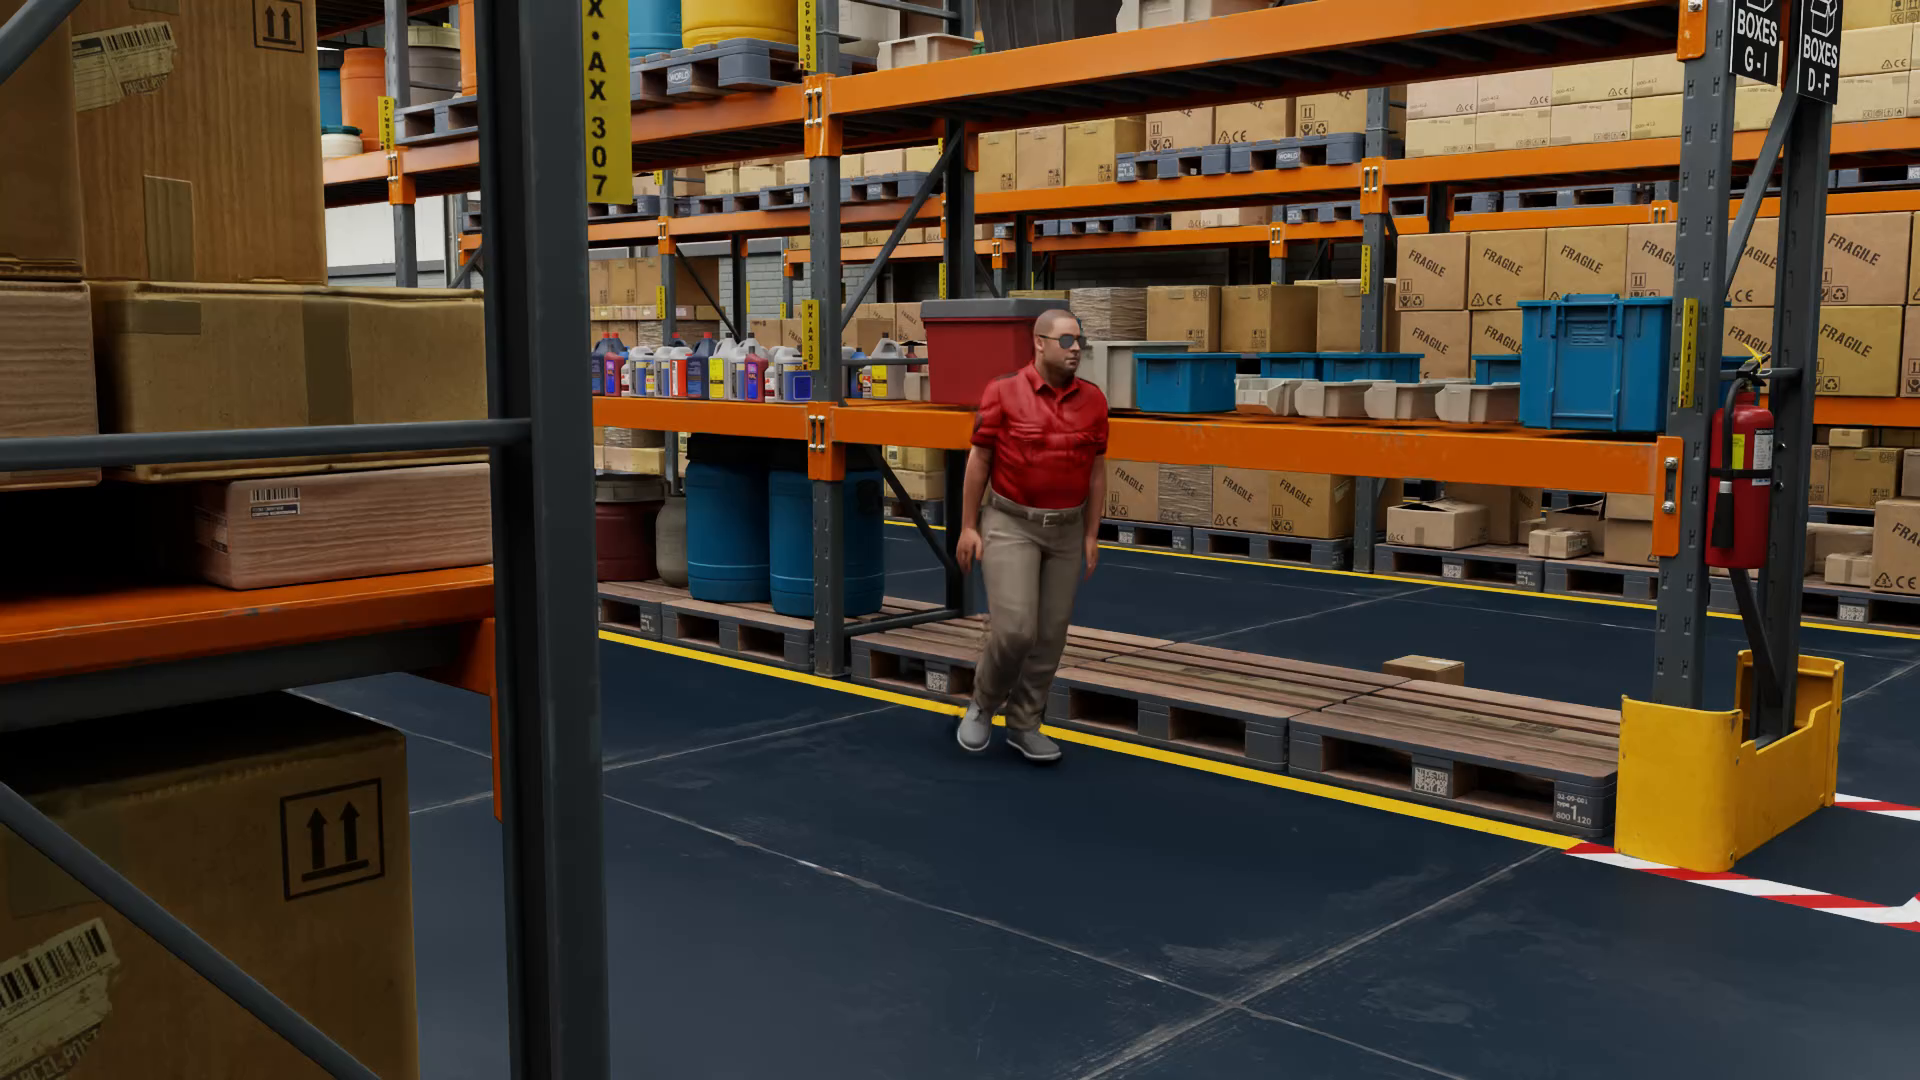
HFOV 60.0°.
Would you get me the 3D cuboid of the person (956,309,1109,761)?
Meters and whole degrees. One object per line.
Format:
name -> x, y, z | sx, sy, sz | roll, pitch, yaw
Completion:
person -> 0.279, -0.012, 6.316 | 0.584, 1.714, 0.467 | -3, 8, -25
